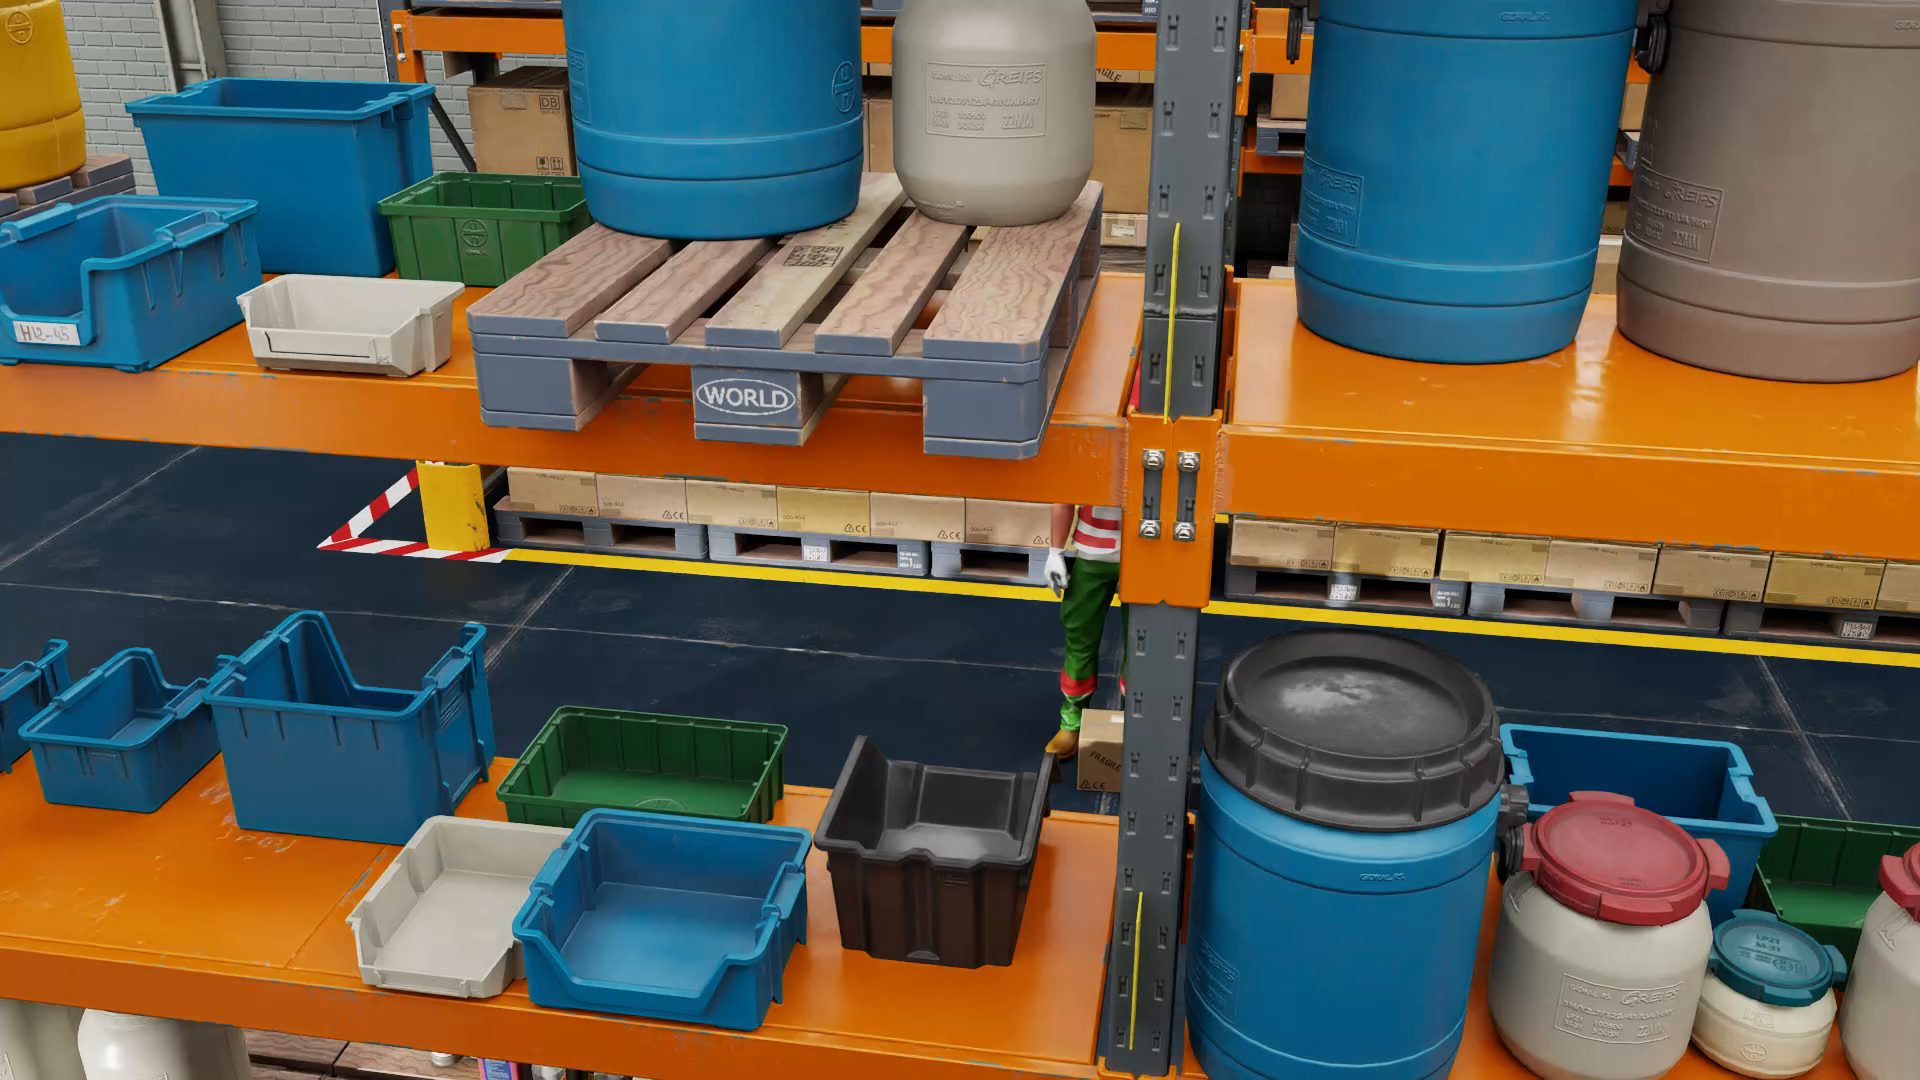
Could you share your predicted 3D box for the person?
[{"bbox_3d":[0.651,0.101,6.869,0.604,1.778,0.456,4,25,8],"label":"person"}]
